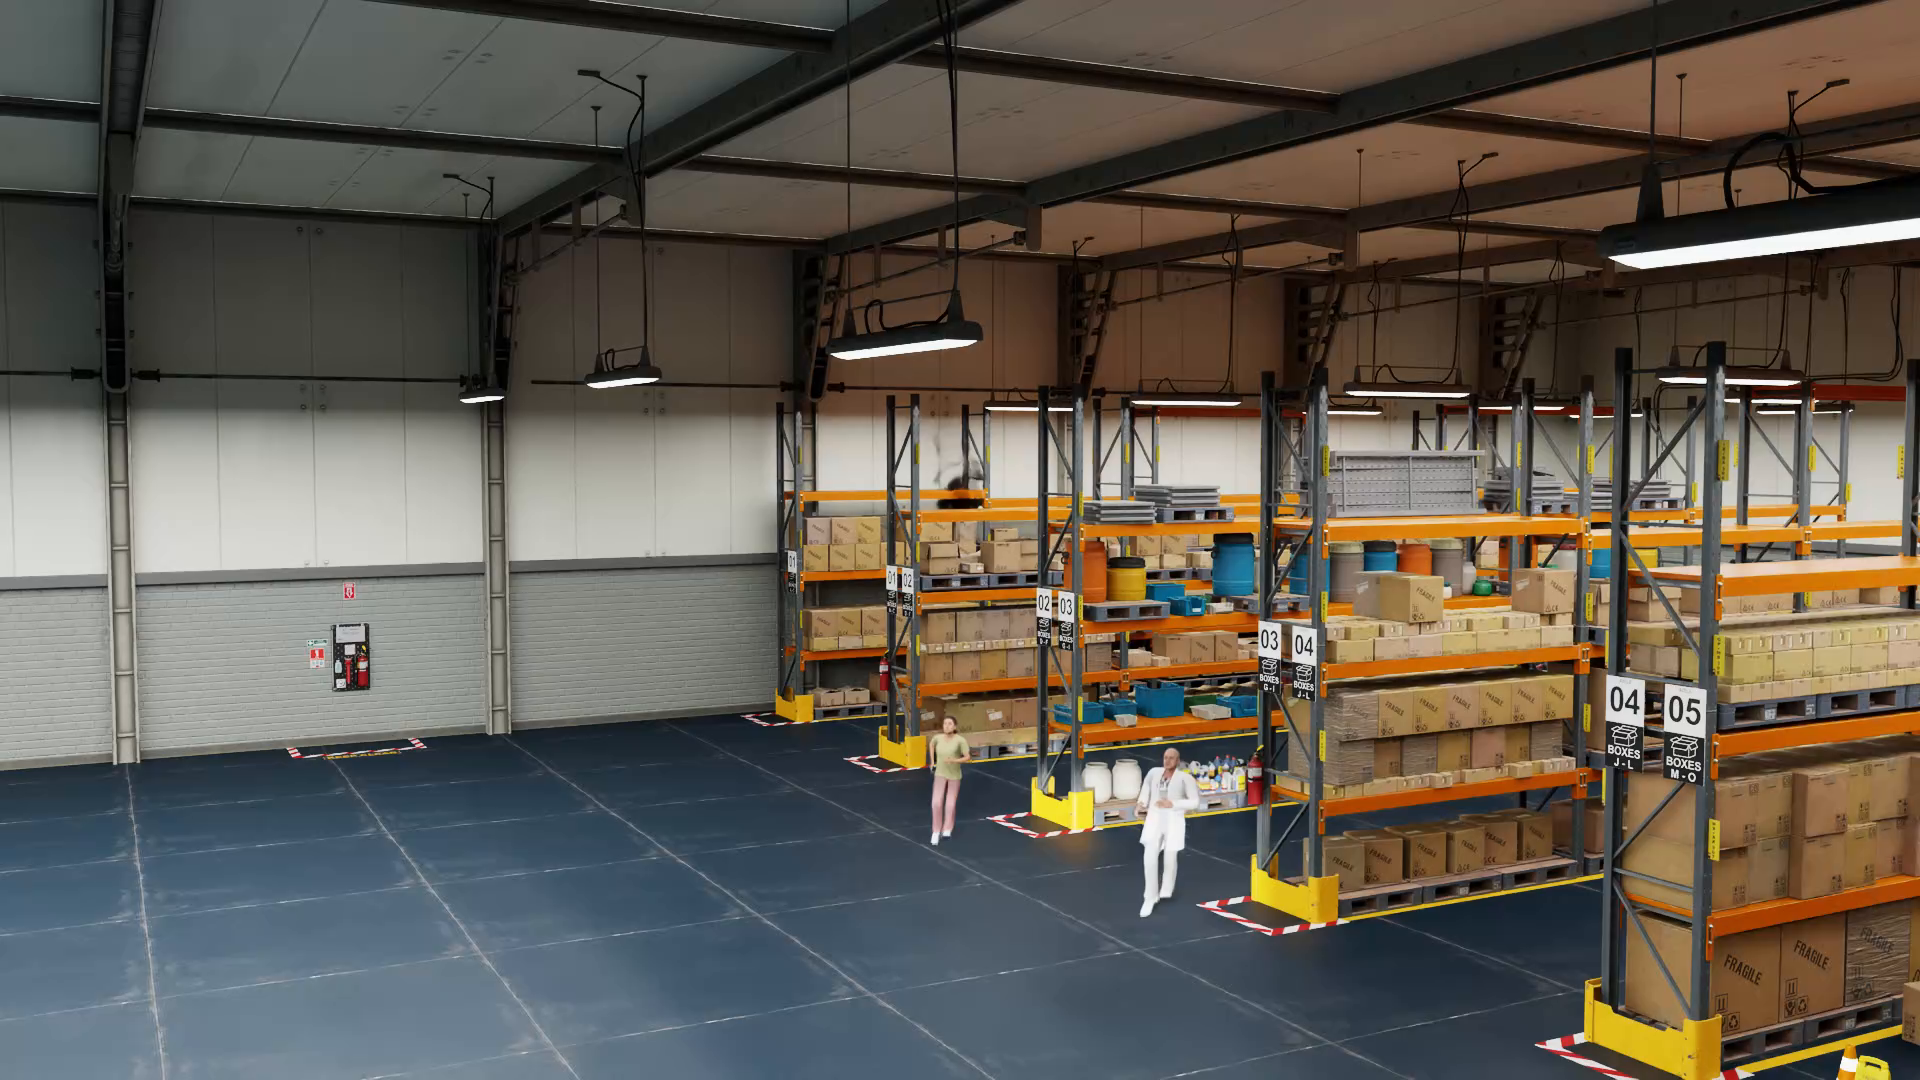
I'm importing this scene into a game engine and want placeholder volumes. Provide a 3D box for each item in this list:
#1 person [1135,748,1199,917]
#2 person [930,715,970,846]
[{"bbox_3d":[2.310,3.229,18.571,0.740,1.831,0.860,1,3,17],"label":"person"},{"bbox_3d":[-0.142,3.113,21.648,0.566,1.681,0.670,0,3,7],"label":"person"}]
